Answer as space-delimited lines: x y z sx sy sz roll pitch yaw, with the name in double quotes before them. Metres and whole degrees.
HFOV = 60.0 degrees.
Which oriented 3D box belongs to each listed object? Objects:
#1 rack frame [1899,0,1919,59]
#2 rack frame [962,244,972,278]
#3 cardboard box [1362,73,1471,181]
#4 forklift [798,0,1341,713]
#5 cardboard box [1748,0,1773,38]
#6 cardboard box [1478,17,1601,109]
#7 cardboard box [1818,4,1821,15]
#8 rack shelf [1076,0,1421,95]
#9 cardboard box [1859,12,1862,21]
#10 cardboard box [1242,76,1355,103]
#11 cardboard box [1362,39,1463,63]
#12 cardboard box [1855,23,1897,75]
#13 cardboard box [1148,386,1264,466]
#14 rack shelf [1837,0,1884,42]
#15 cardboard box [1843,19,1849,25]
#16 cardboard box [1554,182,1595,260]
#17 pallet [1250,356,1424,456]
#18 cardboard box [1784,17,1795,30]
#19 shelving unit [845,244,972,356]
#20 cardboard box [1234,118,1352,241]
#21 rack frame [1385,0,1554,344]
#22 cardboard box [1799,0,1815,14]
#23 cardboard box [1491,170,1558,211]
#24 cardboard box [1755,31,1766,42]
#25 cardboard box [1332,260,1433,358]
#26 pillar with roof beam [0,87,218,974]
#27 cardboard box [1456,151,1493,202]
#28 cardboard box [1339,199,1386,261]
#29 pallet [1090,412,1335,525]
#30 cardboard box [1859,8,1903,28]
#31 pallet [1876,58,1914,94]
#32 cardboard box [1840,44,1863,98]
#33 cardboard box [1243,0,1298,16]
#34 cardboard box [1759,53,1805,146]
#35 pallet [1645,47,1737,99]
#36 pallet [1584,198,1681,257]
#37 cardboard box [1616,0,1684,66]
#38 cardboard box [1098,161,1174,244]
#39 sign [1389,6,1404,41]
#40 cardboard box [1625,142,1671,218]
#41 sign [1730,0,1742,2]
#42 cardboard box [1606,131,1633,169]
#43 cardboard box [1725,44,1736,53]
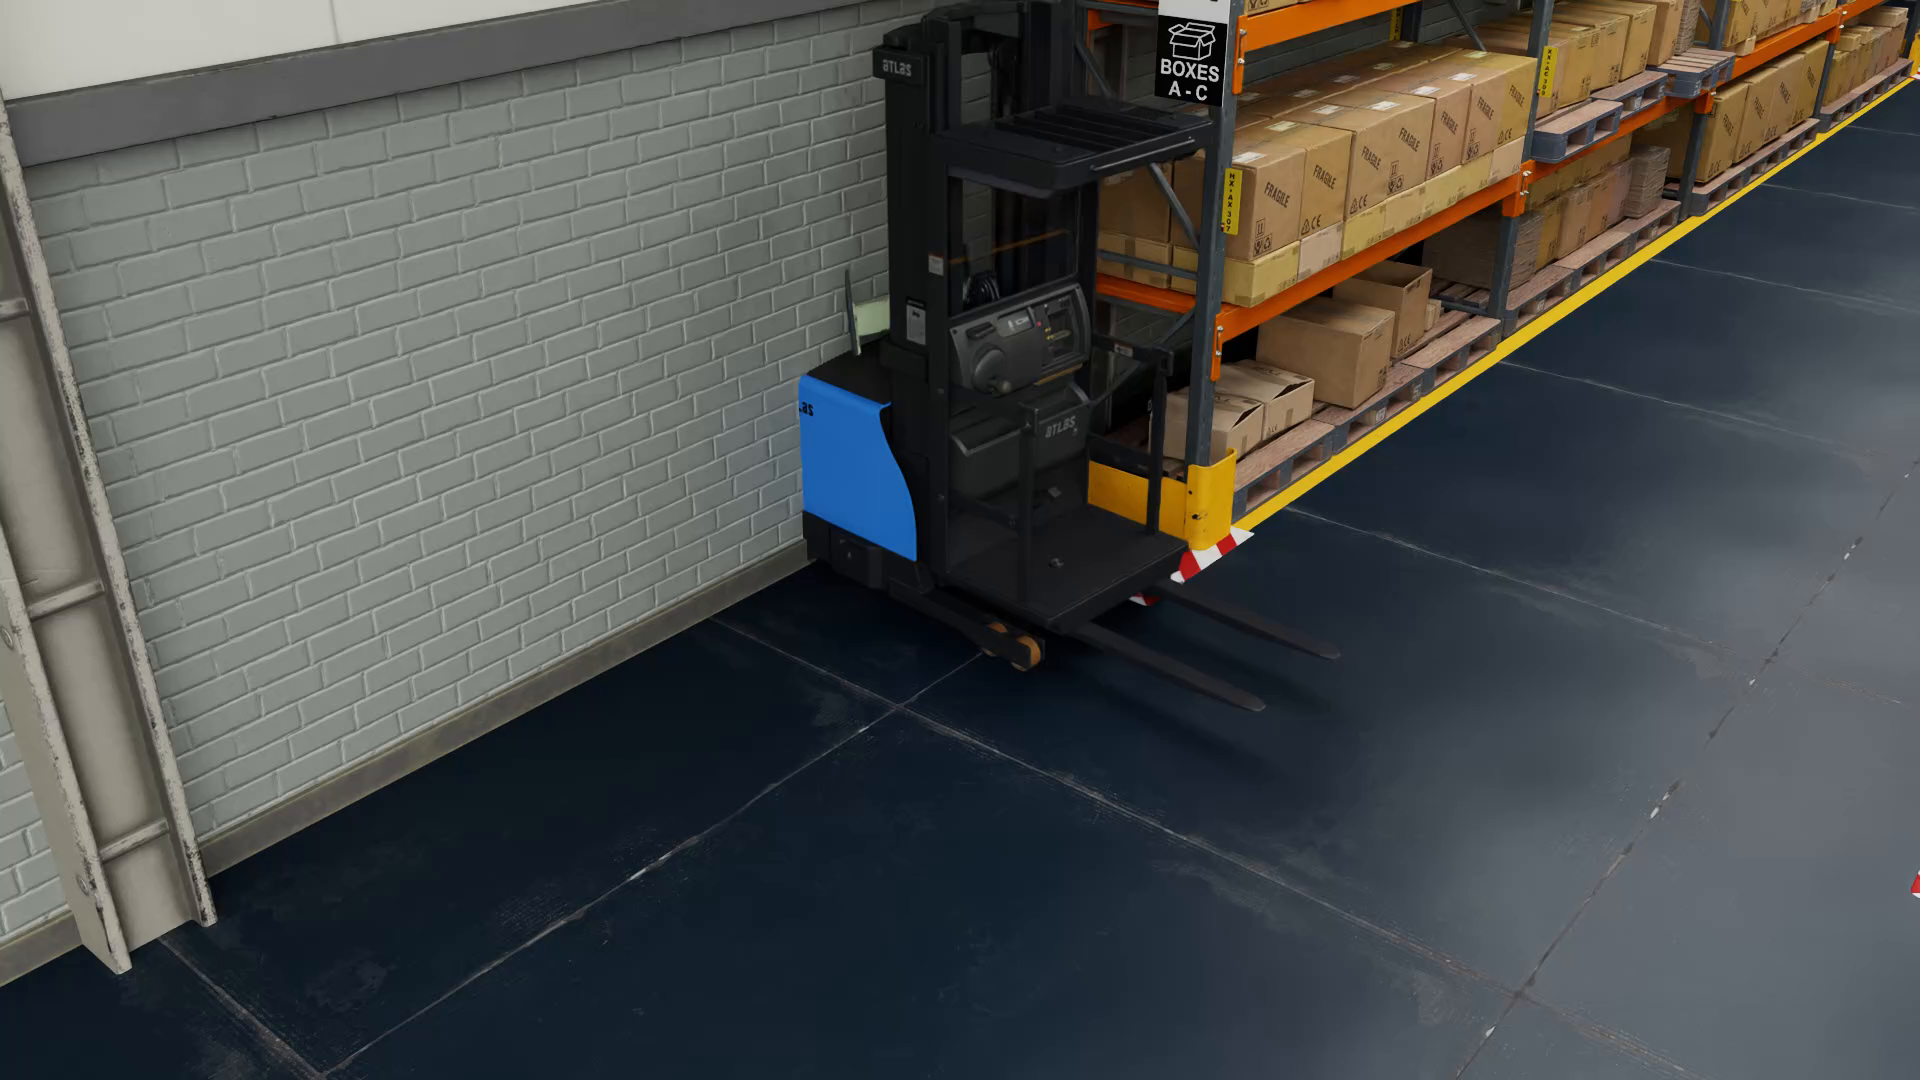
"rack frame" 11.113 -7.139 19.785 1.000 3.000 0.127 21 34 34
"rack frame" 0.012 -0.925 9.316 0.023 1.500 0.400 -17 22 -27
"cardboard box" 2.776 -2.548 10.236 0.500 0.500 0.500 20 33 33
"forklift" 0.452 -0.941 7.879 3.031 2.935 1.130 24 36 38
"cardboard box" 6.871 -4.768 14.749 0.500 0.500 0.500 22 35 36
"cardboard box" 4.191 -3.491 12.146 0.500 0.500 0.700 -24 36 -39
"cardboard box" 8.230 -5.241 16.367 0.380 0.149 0.250 22 35 36
"rack shelf" 2.208 -3.188 9.666 1.077 0.370 4.000 21 34 34
"cardboard box" 10.348 -6.149 19.429 0.380 0.149 0.250 21 34 35
"cardboard box" 2.045 -2.510 10.162 0.500 0.500 0.500 21 34 35
"cardboard box" 3.020 -3.054 11.215 0.500 0.500 0.500 20 33 33
"cardboard box" 10.426 -5.760 19.384 0.700 0.500 0.500 21 34 34
"cardboard box" 1.445 -0.686 9.760 0.500 0.311 0.500 17 32 29
"rack shelf" 9.840 -6.110 18.580 1.077 0.370 4.000 21 34 34
"cardboard box" 9.865 -5.879 18.907 0.380 0.149 0.250 21 34 35
"cardboard box" 4.581 -2.602 13.258 0.700 0.500 0.500 21 34 35
"pallet" 2.304 -0.963 10.882 1.003 0.211 1.213 21 34 34
"cardboard box" 7.730 -4.978 15.860 0.380 0.149 0.250 20 33 33
"shelving unit" -0.299 -0.831 9.147 0.755 1.500 0.431 -17 22 -27
"cardboard box" 1.793 -1.995 9.168 0.500 0.500 0.500 21 34 35
"rack frame" 3.480 -2.884 11.561 1.000 3.000 0.127 21 34 34
"cardboard box" 7.826 -5.310 15.795 0.500 0.500 0.500 21 34 34
"cardboard box" 4.213 -2.726 12.680 0.500 0.250 0.500 20 33 33
"cardboard box" 7.209 -4.713 15.348 0.380 0.149 0.250 21 34 35
"cardboard box" 2.850 -1.590 11.300 0.500 0.500 0.500 18 32 31
"pillar with roof beam" 0.219 -1.246 1.865 9.100 9.000 0.400 21 34 34
"cardboard box" 3.089 -2.396 10.758 0.500 0.250 0.500 21 34 35
"cardboard box" 2.139 -1.856 9.714 0.500 0.250 0.500 20 34 34
"pallet" 1.528 -0.532 10.049 1.003 0.211 1.213 21 34 34
"cardboard box" 10.641 -6.036 19.211 0.380 0.149 0.250 22 34 36
"pallet" 10.664 -5.594 19.834 1.003 0.211 1.213 21 34 34
"cardboard box" 9.445 -5.209 18.319 0.700 0.500 0.500 20 34 34
"cardboard box" 1.341 -2.897 8.191 0.500 0.500 0.500 22 34 36
"cardboard box" 7.692 -4.368 16.312 0.750 0.750 0.750 22 35 36
"pallet" 5.653 -3.934 13.798 1.213 0.211 1.003 21 34 34
"pallet" 5.526 -2.787 14.409 1.003 0.211 1.213 21 34 34
"cardboard box" 5.398 -4.167 13.452 0.700 0.500 0.500 17 32 30
"cardboard box" 1.071 -1.971 9.120 0.500 0.500 0.500 20 34 34
"sign" 3.049 -3.560 11.606 0.100 0.325 0.005 21 34 34
"cardboard box" 5.606 -3.117 14.253 0.700 0.500 0.500 21 34 35
"sign" 6.449 -4.626 13.755 0.100 0.325 0.005 21 34 34
"cardboard box" 5.195 -3.267 13.725 0.500 0.250 0.500 21 34 35
"cardboard box" 6.579 -4.336 14.618 0.380 0.149 0.250 21 34 35
